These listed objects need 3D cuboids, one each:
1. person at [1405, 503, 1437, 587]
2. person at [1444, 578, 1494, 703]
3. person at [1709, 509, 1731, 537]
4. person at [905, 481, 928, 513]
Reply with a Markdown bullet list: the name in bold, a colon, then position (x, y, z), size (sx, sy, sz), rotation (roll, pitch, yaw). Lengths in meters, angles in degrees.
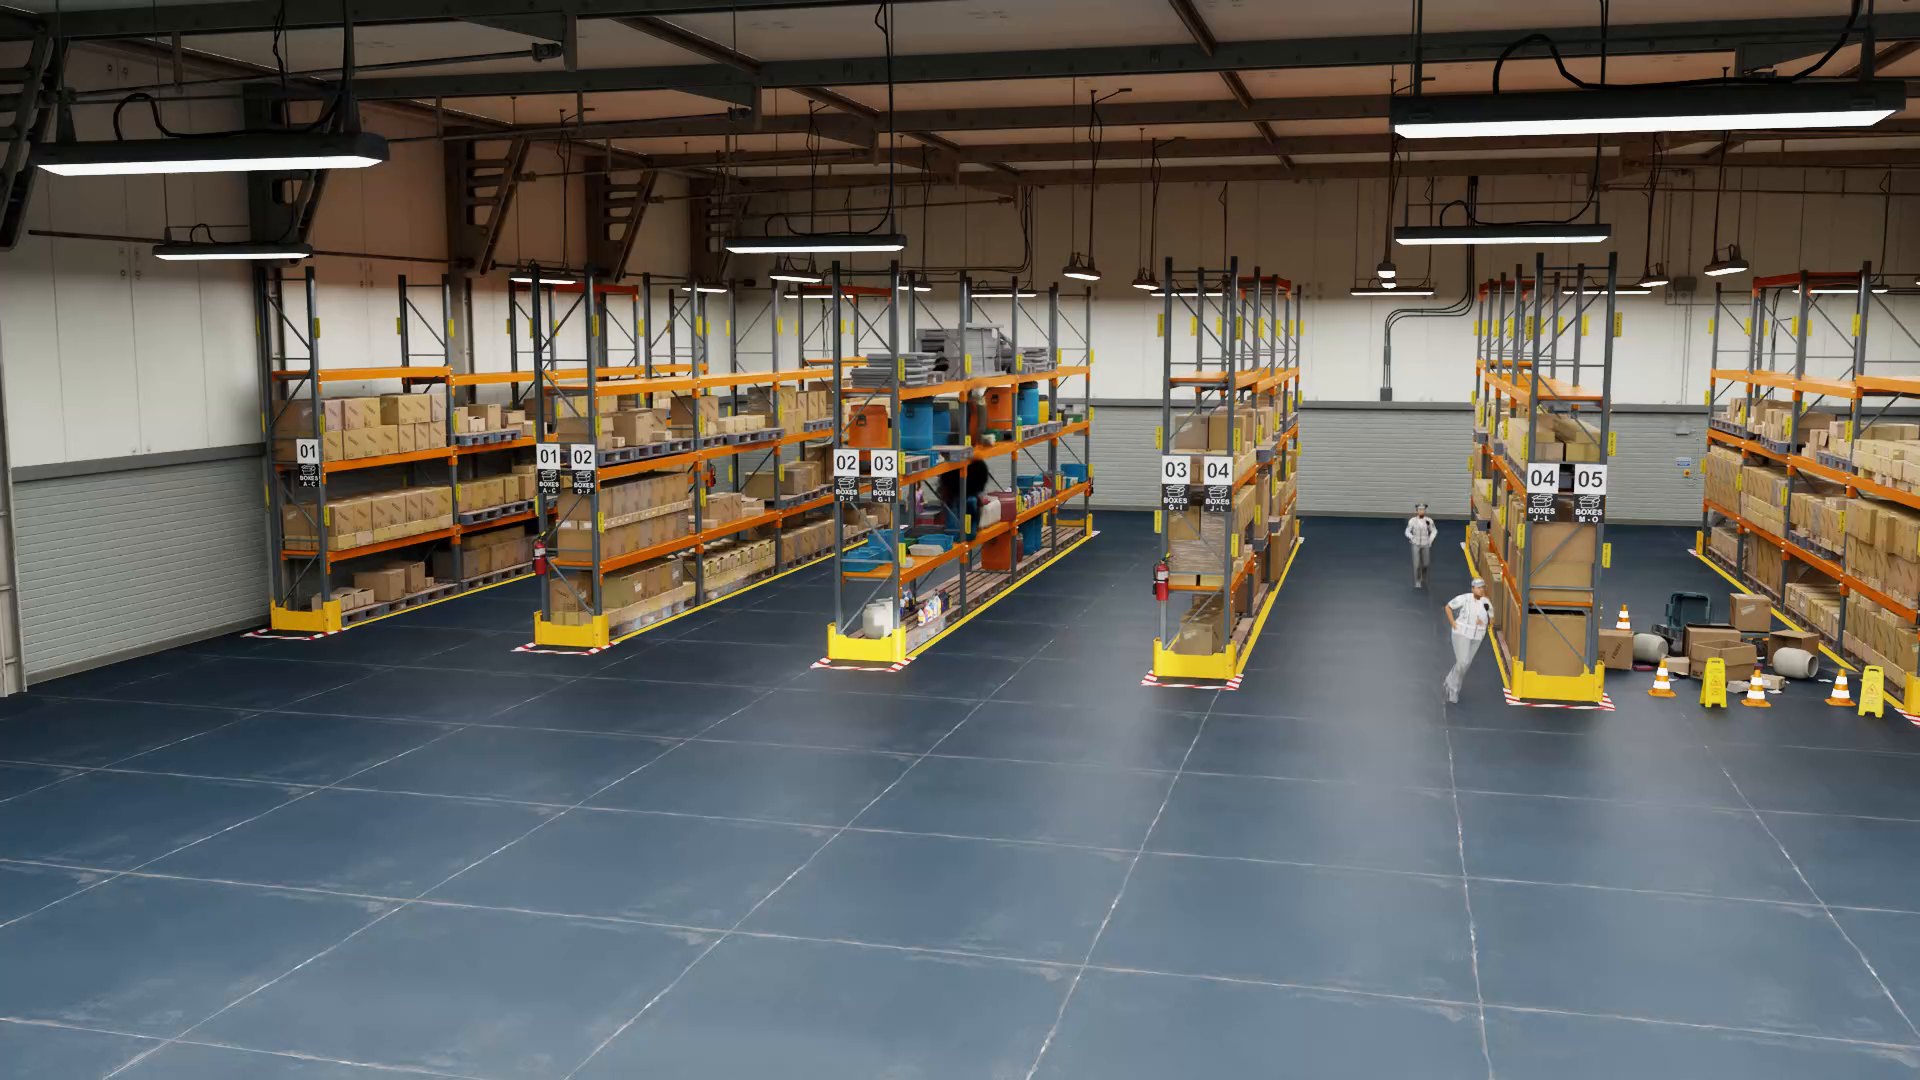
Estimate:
- **person**: position (8.924, 0.101, 32.200), size (0.609, 1.650, 0.525), rotation (2, 7, 14)
- **person**: position (6.893, 1.354, 22.611), size (0.644, 1.713, 0.655), rotation (-2, 7, -12)
- **person**: position (17.415, -0.680, 38.138), size (0.770, 1.706, 0.862), rotation (-6, 9, -37)
- **person**: position (-0.990, -0.555, 37.695), size (0.540, 1.527, 0.889), rotation (1, 7, 6)
